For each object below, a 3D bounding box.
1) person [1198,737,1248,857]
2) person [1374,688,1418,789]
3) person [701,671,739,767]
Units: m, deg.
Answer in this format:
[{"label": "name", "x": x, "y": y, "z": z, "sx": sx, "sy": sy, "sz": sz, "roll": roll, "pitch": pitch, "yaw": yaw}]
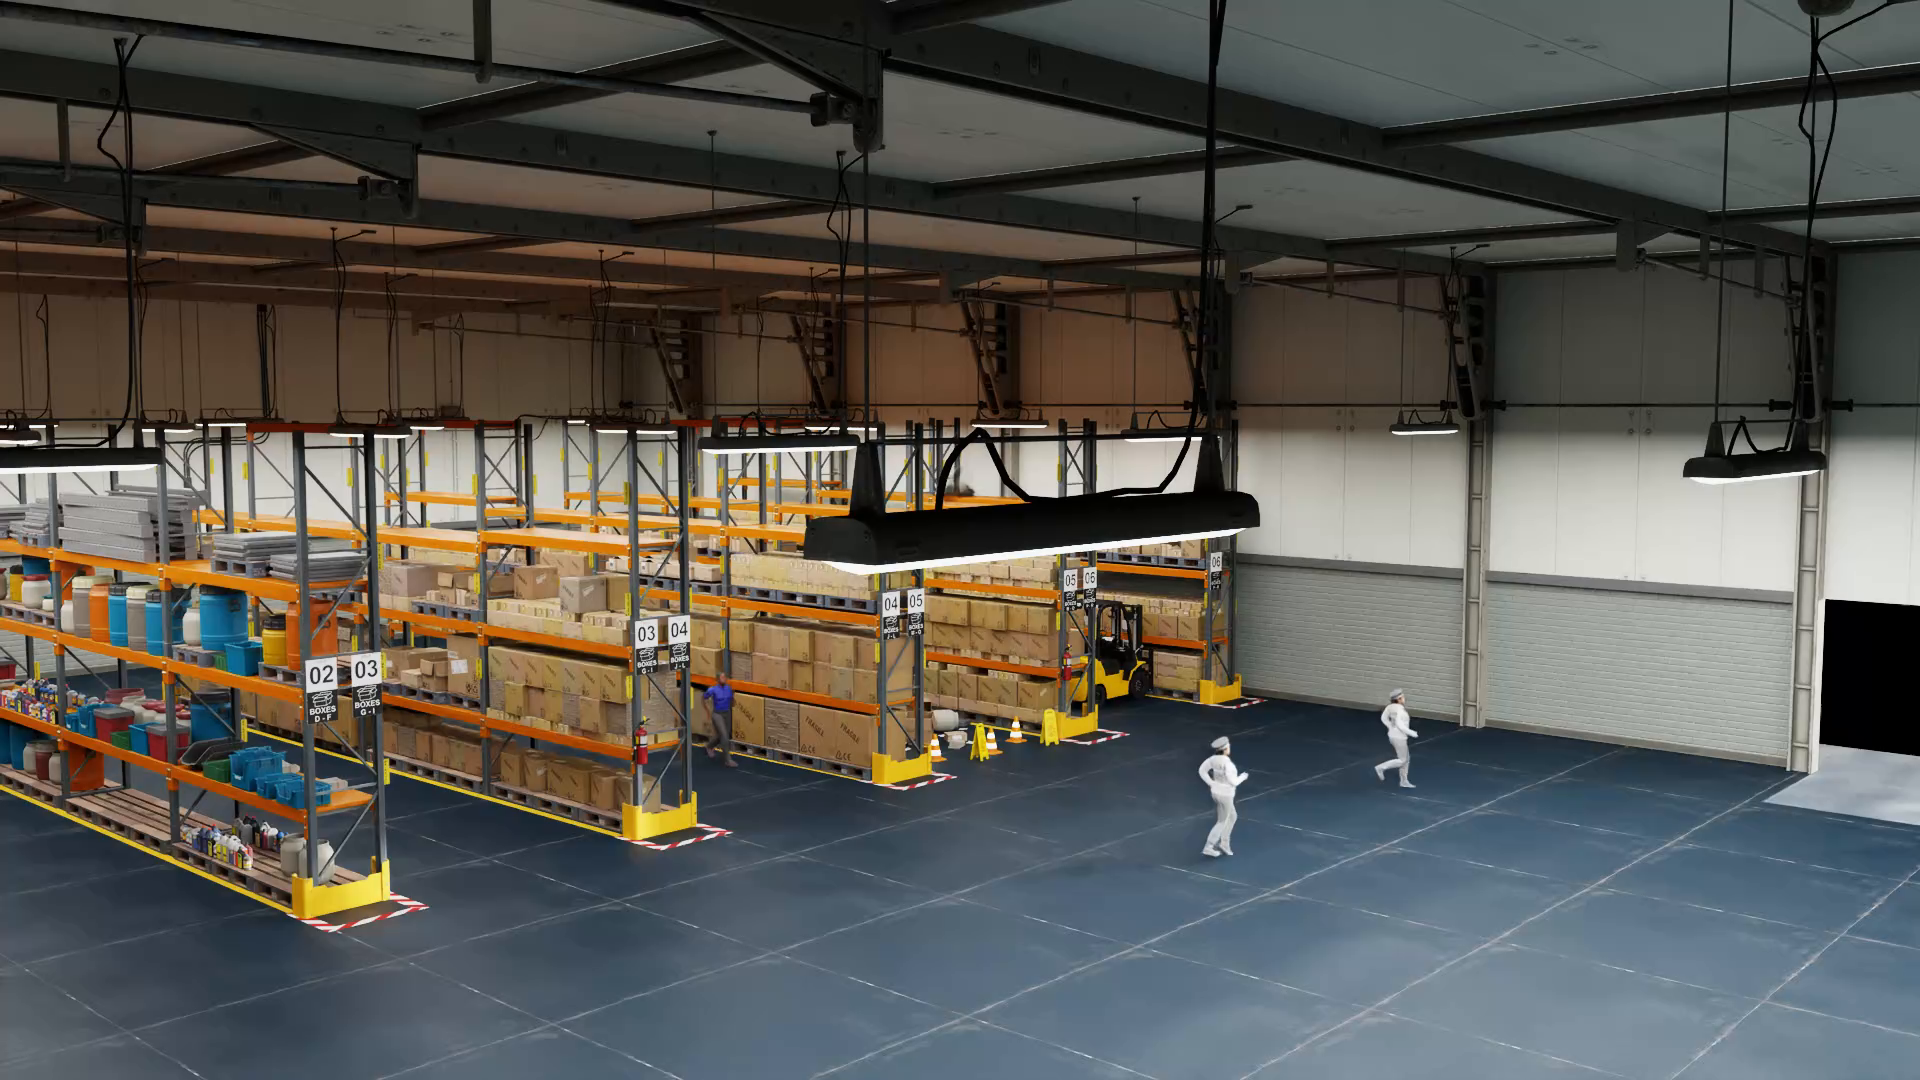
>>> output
[{"label": "person", "x": 3.675, "y": 3.595, "z": 23.181, "sx": 0.684, "sy": 1.734, "sz": 0.592, "roll": -2, "pitch": 5, "yaw": -19}, {"label": "person", "x": 7.166, "y": 3.274, "z": 27.396, "sx": 0.747, "sy": 1.682, "sz": 0.617, "roll": -1, "pitch": 5, "yaw": -7}, {"label": "person", "x": -4.214, "y": 3.107, "z": 29.143, "sx": 0.912, "sy": 1.639, "sz": 0.576, "roll": 4, "pitch": 6, "yaw": 41}]
